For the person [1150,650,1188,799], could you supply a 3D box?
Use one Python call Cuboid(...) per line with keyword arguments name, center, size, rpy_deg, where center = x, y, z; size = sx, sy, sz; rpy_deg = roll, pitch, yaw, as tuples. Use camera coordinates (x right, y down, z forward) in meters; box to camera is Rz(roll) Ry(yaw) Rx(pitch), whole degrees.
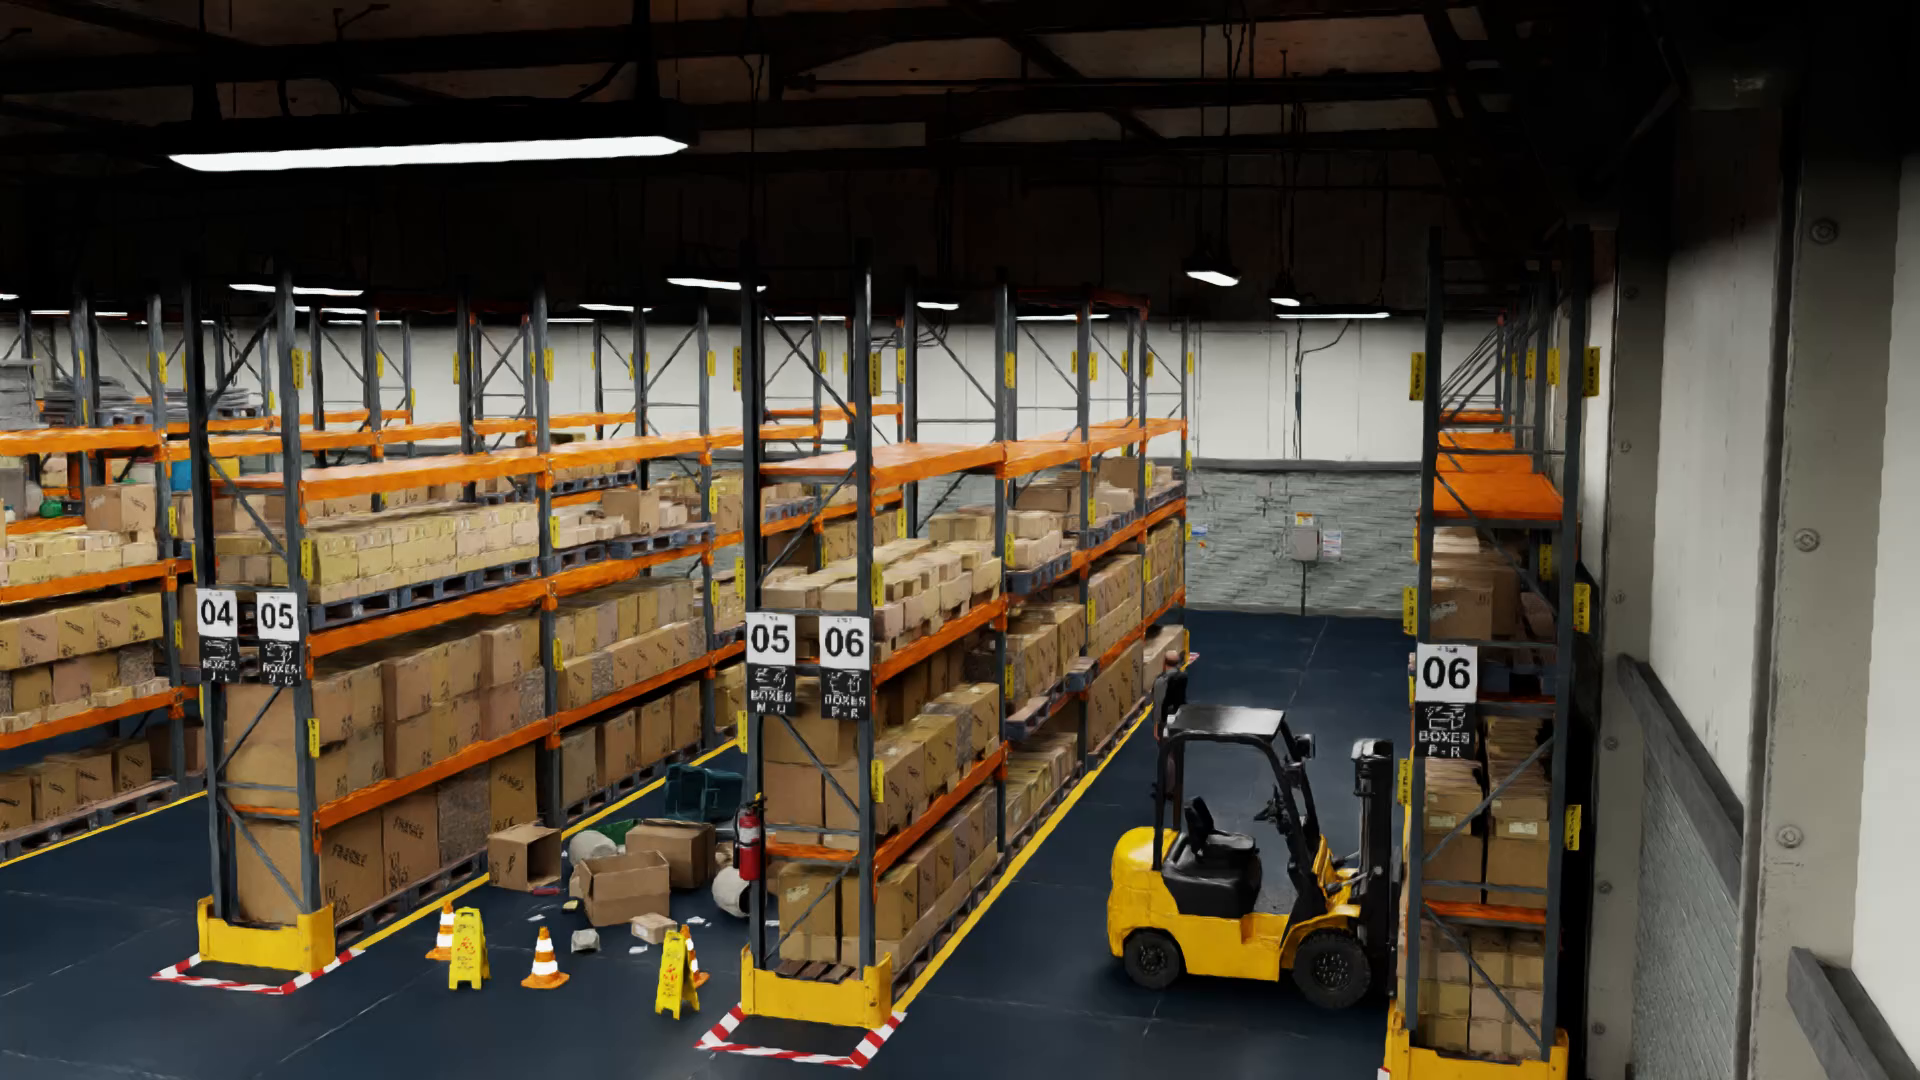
Cuboid(name="person", center=(2.408, 2.128, 19.424), size=(0.578, 1.724, 0.499), rpy_deg=(-6, 9, -42))
